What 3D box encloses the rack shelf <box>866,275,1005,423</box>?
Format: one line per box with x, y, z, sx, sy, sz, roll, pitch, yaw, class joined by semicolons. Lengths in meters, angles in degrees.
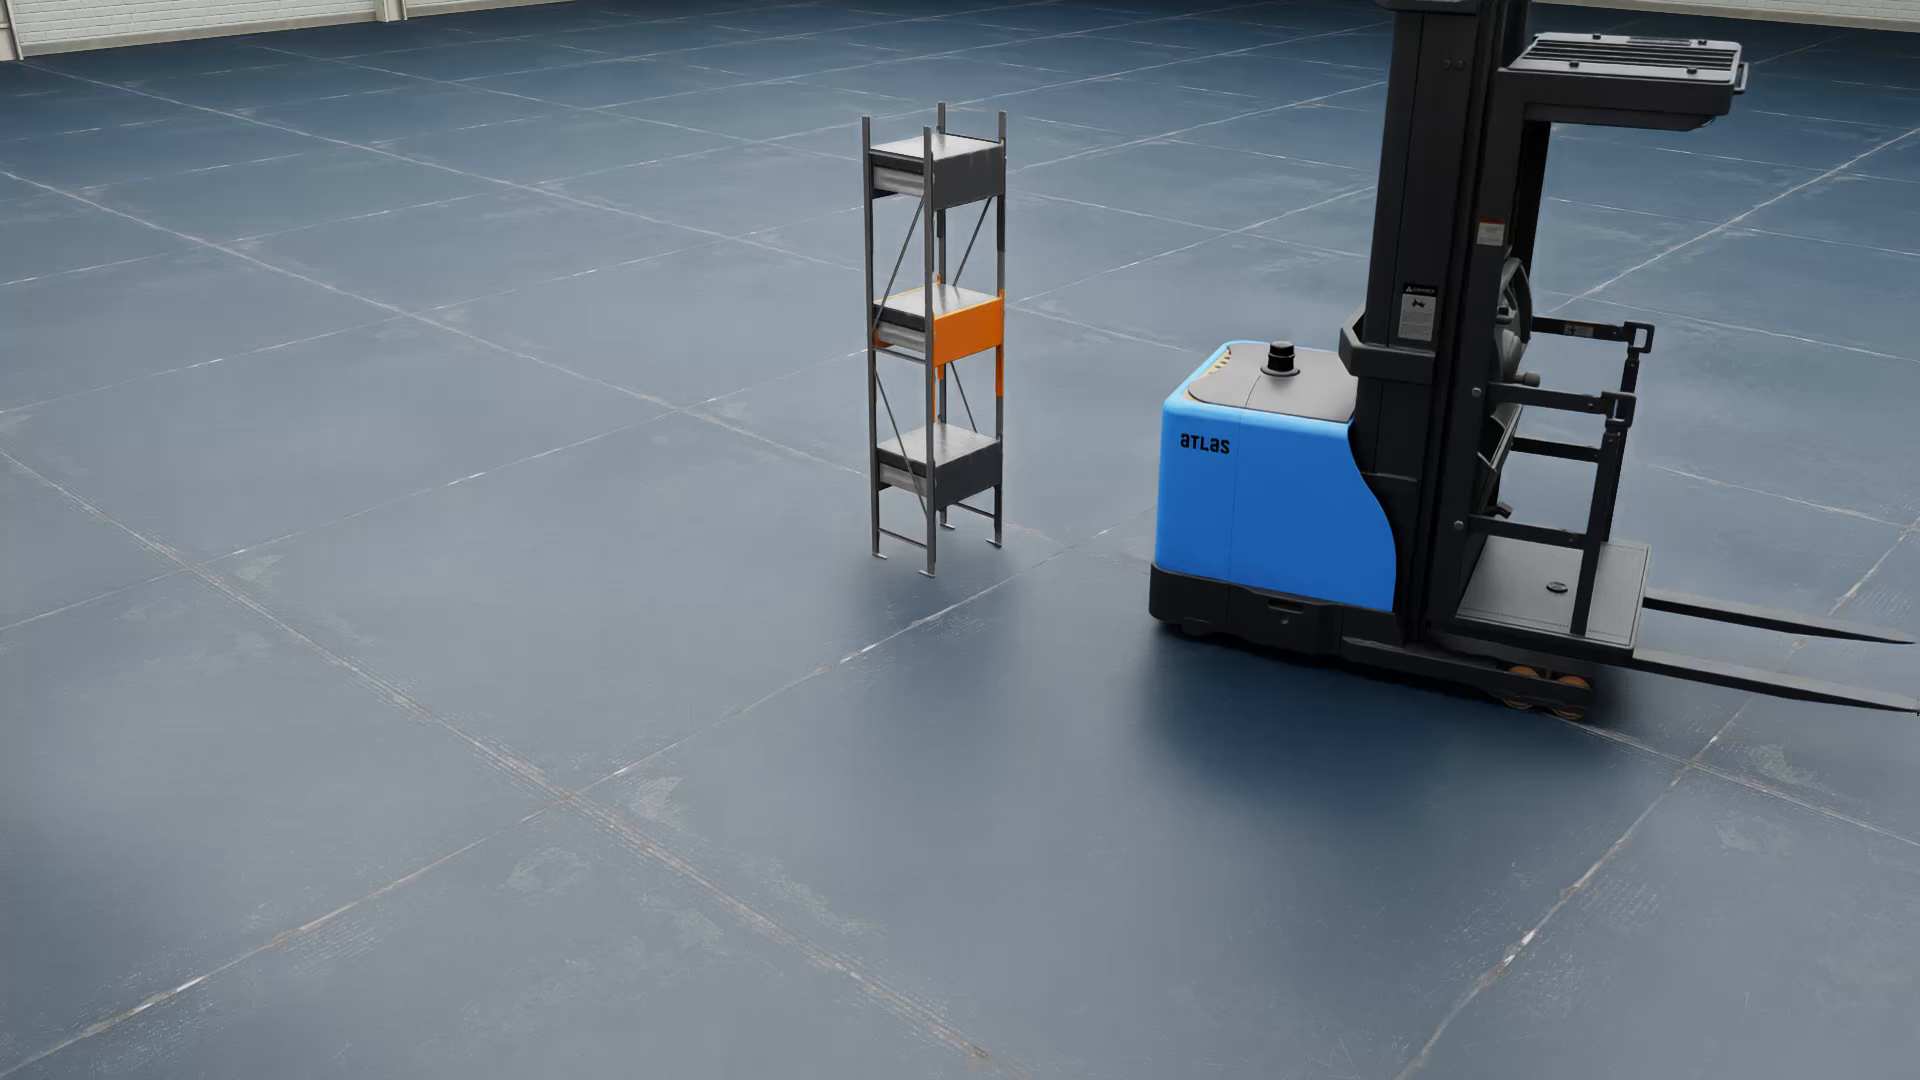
-0.110;-0.895;7.714;0.431;0.518;0.480;20;31;38;rack shelf

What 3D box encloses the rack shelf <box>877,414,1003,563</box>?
-0.110;-0.256;8.000;0.431;0.518;0.480;20;31;38;rack shelf

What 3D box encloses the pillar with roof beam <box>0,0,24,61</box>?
-10.115;-9.627;18.722;9.100;9.000;0.400;20;31;38;pillar with roof beam

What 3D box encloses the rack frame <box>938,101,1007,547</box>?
0.052;-0.982;7.874;0.400;2.100;0.015;20;31;38;rack frame

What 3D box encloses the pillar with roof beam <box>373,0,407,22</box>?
-6.111;-11.455;22.799;9.100;9.000;0.400;20;31;38;pillar with roof beam

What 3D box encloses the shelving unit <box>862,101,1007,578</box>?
-0.110;-0.908;7.708;0.431;2.100;0.503;20;31;38;shelving unit

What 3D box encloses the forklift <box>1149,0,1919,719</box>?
2.397;-0.870;6.608;3.031;2.935;1.130;11;26;22;forklift

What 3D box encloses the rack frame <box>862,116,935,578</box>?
-0.273;-0.833;7.542;0.400;2.100;0.015;20;31;38;rack frame

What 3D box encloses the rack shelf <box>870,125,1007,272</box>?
-0.110;-1.534;7.427;0.431;0.518;0.480;20;31;38;rack shelf
